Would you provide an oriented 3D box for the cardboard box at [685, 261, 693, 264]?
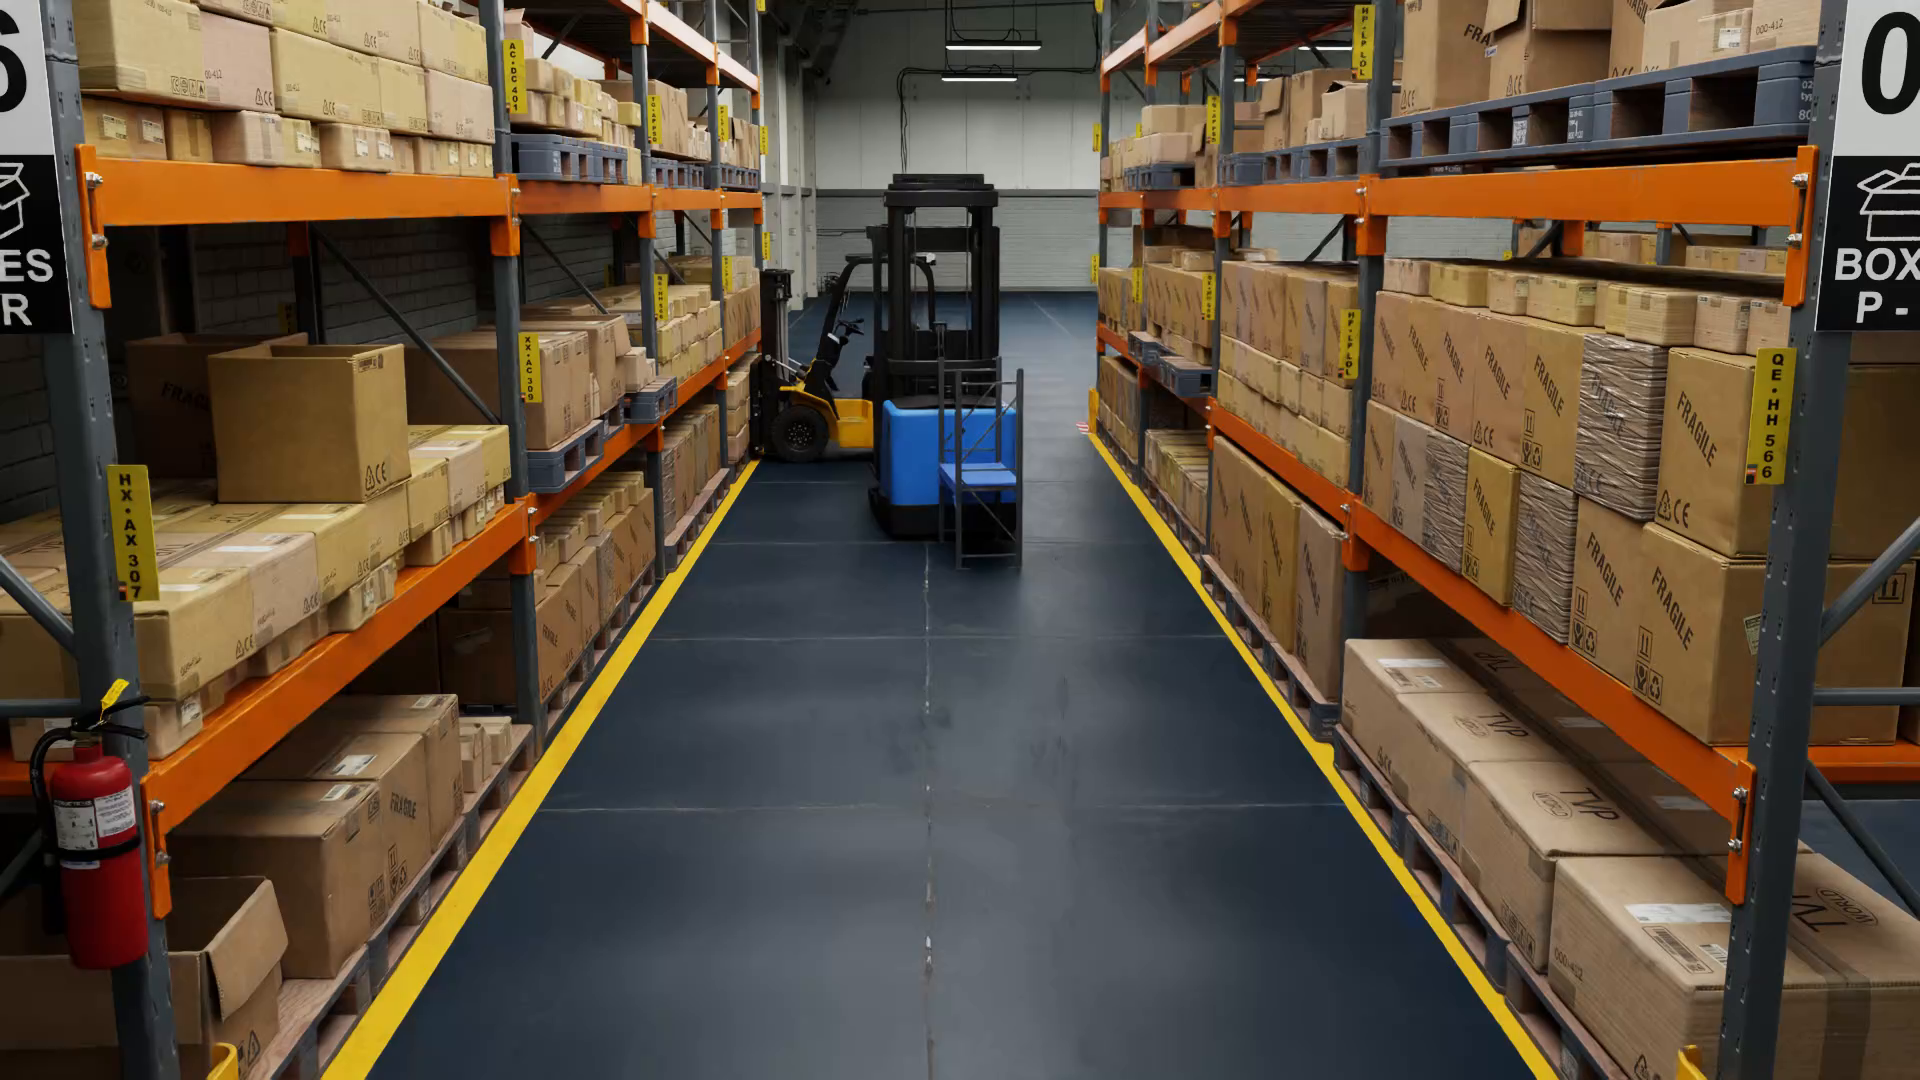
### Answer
[{"bbox_3d":[-3.014,-2.854,17.449,0.380,0.149,0.250,0,11,0],"label":"cardboard box"}]

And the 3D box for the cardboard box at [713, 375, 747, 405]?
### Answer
[{"bbox_3d":[-2.434,-1.521,16.856,0.500,0.250,0.500,0,11,-1],"label":"cardboard box"}]

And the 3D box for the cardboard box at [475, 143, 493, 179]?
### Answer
[{"bbox_3d":[-2.269,-1.660,7.284,0.380,0.149,0.250,0,11,-2],"label":"cardboard box"}]

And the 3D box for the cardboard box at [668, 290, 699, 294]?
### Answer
[{"bbox_3d":[-2.452,-2.069,14.331,0.380,0.149,0.250,-1,11,-3],"label":"cardboard box"}]

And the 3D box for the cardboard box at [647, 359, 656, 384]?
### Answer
[{"bbox_3d":[-2.257,-1.132,11.170,0.380,0.149,0.250,0,11,0],"label":"cardboard box"}]

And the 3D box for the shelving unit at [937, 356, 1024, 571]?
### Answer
[{"bbox_3d":[0.148,-0.615,12.818,0.538,1.500,1.048,-2,12,-7],"label":"shelving unit"}]

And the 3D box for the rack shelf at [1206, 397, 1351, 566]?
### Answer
[{"bbox_3d":[2.349,-0.449,10.039,1.077,0.370,4.000,0,11,-1],"label":"rack shelf"}]

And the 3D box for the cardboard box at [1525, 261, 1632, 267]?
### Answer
[{"bbox_3d":[2.607,-1.099,7.034,0.380,0.149,0.250,0,11,-1],"label":"cardboard box"}]

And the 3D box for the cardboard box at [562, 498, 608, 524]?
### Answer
[{"bbox_3d":[-2.428,-0.171,10.457,0.380,0.149,0.250,0,11,-2],"label":"cardboard box"}]

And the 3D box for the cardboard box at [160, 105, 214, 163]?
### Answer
[{"bbox_3d":[-2.283,-1.102,4.536,0.380,0.149,0.250,0,11,-1],"label":"cardboard box"}]

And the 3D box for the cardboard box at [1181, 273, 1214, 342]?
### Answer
[{"bbox_3d":[1.999,-1.792,12.792,0.500,0.500,0.500,0,11,-2],"label":"cardboard box"}]

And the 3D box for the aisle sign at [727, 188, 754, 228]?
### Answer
[{"bbox_3d":[-2.528,-4.057,19.473,0.394,0.787,0.004,0,11,-1],"label":"aisle sign"}]

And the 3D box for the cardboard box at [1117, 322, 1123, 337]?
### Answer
[{"bbox_3d":[1.873,-2.238,17.678,0.380,0.149,0.250,0,11,-1],"label":"cardboard box"}]

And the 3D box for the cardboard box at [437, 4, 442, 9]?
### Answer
[{"bbox_3d":[-2.685,-2.447,8.065,0.396,0.266,0.258,0,11,-1],"label":"cardboard box"}]

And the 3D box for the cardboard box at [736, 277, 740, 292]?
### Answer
[{"bbox_3d":[-2.456,-2.609,16.994,0.380,0.149,0.250,0,11,-2],"label":"cardboard box"}]

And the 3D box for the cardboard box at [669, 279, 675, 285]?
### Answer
[{"bbox_3d":[-3.038,-2.505,16.482,0.380,0.149,0.250,0,11,0],"label":"cardboard box"}]

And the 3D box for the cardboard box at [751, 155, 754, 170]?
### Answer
[{"bbox_3d":[-2.499,-4.207,18.531,0.380,0.149,0.250,-1,11,-3],"label":"cardboard box"}]

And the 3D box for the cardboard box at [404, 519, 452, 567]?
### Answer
[{"bbox_3d":[-2.245,0.008,6.605,0.380,0.149,0.250,0,11,-2],"label":"cardboard box"}]

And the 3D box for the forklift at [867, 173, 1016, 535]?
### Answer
[{"bbox_3d":[-0.237,-1.718,14.656,1.130,2.935,3.031,-2,12,-7],"label":"forklift"}]

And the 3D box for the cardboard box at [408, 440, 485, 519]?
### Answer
[{"bbox_3d":[-2.292,-0.256,6.904,0.500,0.250,0.500,0,11,-1],"label":"cardboard box"}]

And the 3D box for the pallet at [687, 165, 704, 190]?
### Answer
[{"bbox_3d":[-2.706,-3.174,14.599,0.805,0.209,1.217,-1,11,-3],"label":"pallet"}]

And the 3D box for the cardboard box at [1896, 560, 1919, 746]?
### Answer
[{"bbox_3d":[2.750,0.245,4.555,0.500,0.500,0.500,0,11,-2],"label":"cardboard box"}]

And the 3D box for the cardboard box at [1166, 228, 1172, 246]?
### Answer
[{"bbox_3d":[2.444,-2.869,16.644,0.700,0.500,0.500,0,11,-1],"label":"cardboard box"}]

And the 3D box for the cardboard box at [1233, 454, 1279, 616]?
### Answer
[{"bbox_3d":[2.253,-0.049,10.544,0.875,0.875,0.875,0,11,0],"label":"cardboard box"}]

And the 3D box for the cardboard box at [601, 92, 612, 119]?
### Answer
[{"bbox_3d":[-2.333,-2.641,10.115,0.380,0.149,0.250,0,11,-2],"label":"cardboard box"}]

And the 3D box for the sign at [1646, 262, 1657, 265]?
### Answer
[{"bbox_3d":[6.617,-2.496,15.939,0.100,0.325,0.005,0,11,-1],"label":"sign"}]

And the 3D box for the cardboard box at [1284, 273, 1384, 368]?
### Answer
[{"bbox_3d":[2.121,-1.235,9.335,0.500,0.500,0.500,0,11,1],"label":"cardboard box"}]

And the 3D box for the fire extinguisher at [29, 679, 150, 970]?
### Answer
[{"bbox_3d":[-2.024,0.660,3.894,0.296,0.674,0.183,0,11,-1],"label":"fire extinguisher"}]

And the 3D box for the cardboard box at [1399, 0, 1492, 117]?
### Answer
[{"bbox_3d":[2.193,-2.060,7.067,0.500,0.500,0.500,0,11,0],"label":"cardboard box"}]

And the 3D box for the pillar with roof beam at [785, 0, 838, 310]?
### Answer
[{"bbox_3d":[0.101,-10.355,41.968,9.100,9.000,0.548,0,11,-1],"label":"pillar with roof beam"}]

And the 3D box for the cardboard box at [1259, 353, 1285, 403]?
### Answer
[{"bbox_3d":[2.076,-0.966,9.899,0.500,0.250,0.500,0,11,0],"label":"cardboard box"}]

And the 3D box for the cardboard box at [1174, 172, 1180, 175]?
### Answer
[{"bbox_3d":[1.947,-3.624,15.962,0.500,0.250,0.500,0,11,-2],"label":"cardboard box"}]

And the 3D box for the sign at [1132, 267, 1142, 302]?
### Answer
[{"bbox_3d":[1.683,-2.415,15.742,0.100,0.325,0.005,0,11,-1],"label":"sign"}]

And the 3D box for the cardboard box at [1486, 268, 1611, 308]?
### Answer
[{"bbox_3d":[2.214,-0.944,6.269,0.380,0.149,0.250,0,11,-1],"label":"cardboard box"}]

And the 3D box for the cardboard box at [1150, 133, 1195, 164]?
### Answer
[{"bbox_3d":[1.880,-3.278,13.951,0.500,0.250,0.500,0,11,-2],"label":"cardboard box"}]

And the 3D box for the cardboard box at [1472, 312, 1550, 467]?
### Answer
[{"bbox_3d":[2.170,-0.545,5.936,0.500,0.500,0.500,0,11,-2],"label":"cardboard box"}]

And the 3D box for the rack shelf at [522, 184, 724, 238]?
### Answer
[{"bbox_3d":[-2.696,-2.693,13.556,1.077,0.370,4.000,0,11,-1],"label":"rack shelf"}]

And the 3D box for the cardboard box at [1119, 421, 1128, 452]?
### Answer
[{"bbox_3d":[1.923,-1.075,17.173,0.500,0.250,0.500,-1,11,-3],"label":"cardboard box"}]

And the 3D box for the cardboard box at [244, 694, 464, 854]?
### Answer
[{"bbox_3d":[-2.407,0.933,6.648,0.700,0.500,0.500,-1,11,-3],"label":"cardboard box"}]

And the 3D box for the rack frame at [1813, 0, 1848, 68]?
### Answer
[{"bbox_3d":[2.473,-2.549,3.492,1.000,3.000,0.127,0,11,-1],"label":"rack frame"}]

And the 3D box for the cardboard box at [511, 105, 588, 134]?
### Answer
[{"bbox_3d":[-2.204,-2.249,8.880,0.380,0.149,0.250,0,11,-2],"label":"cardboard box"}]

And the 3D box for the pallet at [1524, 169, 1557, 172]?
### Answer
[{"bbox_3d":[7.115,-4.109,18.949,1.003,0.211,1.213,0,11,-1],"label":"pallet"}]

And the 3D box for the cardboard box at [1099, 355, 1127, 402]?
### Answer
[{"bbox_3d":[1.884,-1.849,19.103,0.500,0.500,0.500,-1,11,-3],"label":"cardboard box"}]

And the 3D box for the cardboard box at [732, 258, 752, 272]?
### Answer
[{"bbox_3d":[-2.486,-3.009,18.216,0.380,0.149,0.250,0,11,0],"label":"cardboard box"}]

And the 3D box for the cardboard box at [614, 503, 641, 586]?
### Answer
[{"bbox_3d":[-2.431,0.024,11.129,0.500,0.500,0.500,0,11,-2],"label":"cardboard box"}]

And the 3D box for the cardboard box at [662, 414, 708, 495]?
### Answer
[{"bbox_3d":[-2.707,-0.758,14.665,0.875,0.625,0.625,0,11,-2],"label":"cardboard box"}]

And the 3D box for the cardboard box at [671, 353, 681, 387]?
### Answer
[{"bbox_3d":[-2.425,-1.294,12.770,0.500,0.250,0.500,0,11,-2],"label":"cardboard box"}]

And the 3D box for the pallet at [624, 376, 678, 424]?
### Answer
[{"bbox_3d":[-2.570,-0.950,11.179,1.213,0.211,1.003,0,11,-1],"label":"pallet"}]

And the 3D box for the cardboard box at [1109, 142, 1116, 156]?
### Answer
[{"bbox_3d":[1.841,-4.306,18.320,0.380,0.149,0.250,0,11,-1],"label":"cardboard box"}]

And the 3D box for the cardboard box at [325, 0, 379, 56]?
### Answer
[{"bbox_3d":[-2.284,-1.767,5.551,0.500,0.250,0.500,0,11,0],"label":"cardboard box"}]

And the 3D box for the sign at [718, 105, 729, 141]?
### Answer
[{"bbox_3d":[-2.195,-3.855,15.382,0.100,0.325,0.005,0,11,-1],"label":"sign"}]

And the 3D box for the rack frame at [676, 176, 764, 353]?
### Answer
[{"bbox_3d":[-2.820,-2.769,19.662,1.000,3.000,0.127,0,11,-1],"label":"rack frame"}]

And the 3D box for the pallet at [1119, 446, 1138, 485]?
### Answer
[{"bbox_3d":[2.176,-0.761,16.781,1.003,0.211,1.213,0,11,-1],"label":"pallet"}]

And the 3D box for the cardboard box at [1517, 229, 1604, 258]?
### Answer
[{"bbox_3d":[7.058,-3.359,19.478,0.875,0.550,0.550,0,11,-1],"label":"cardboard box"}]

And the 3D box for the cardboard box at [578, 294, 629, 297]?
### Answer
[{"bbox_3d":[-2.960,-1.966,13.824,0.380,0.149,0.250,0,11,-1],"label":"cardboard box"}]

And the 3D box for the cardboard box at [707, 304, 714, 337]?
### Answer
[{"bbox_3d":[-2.454,-1.946,14.728,0.500,0.250,0.500,-1,11,-3],"label":"cardboard box"}]
